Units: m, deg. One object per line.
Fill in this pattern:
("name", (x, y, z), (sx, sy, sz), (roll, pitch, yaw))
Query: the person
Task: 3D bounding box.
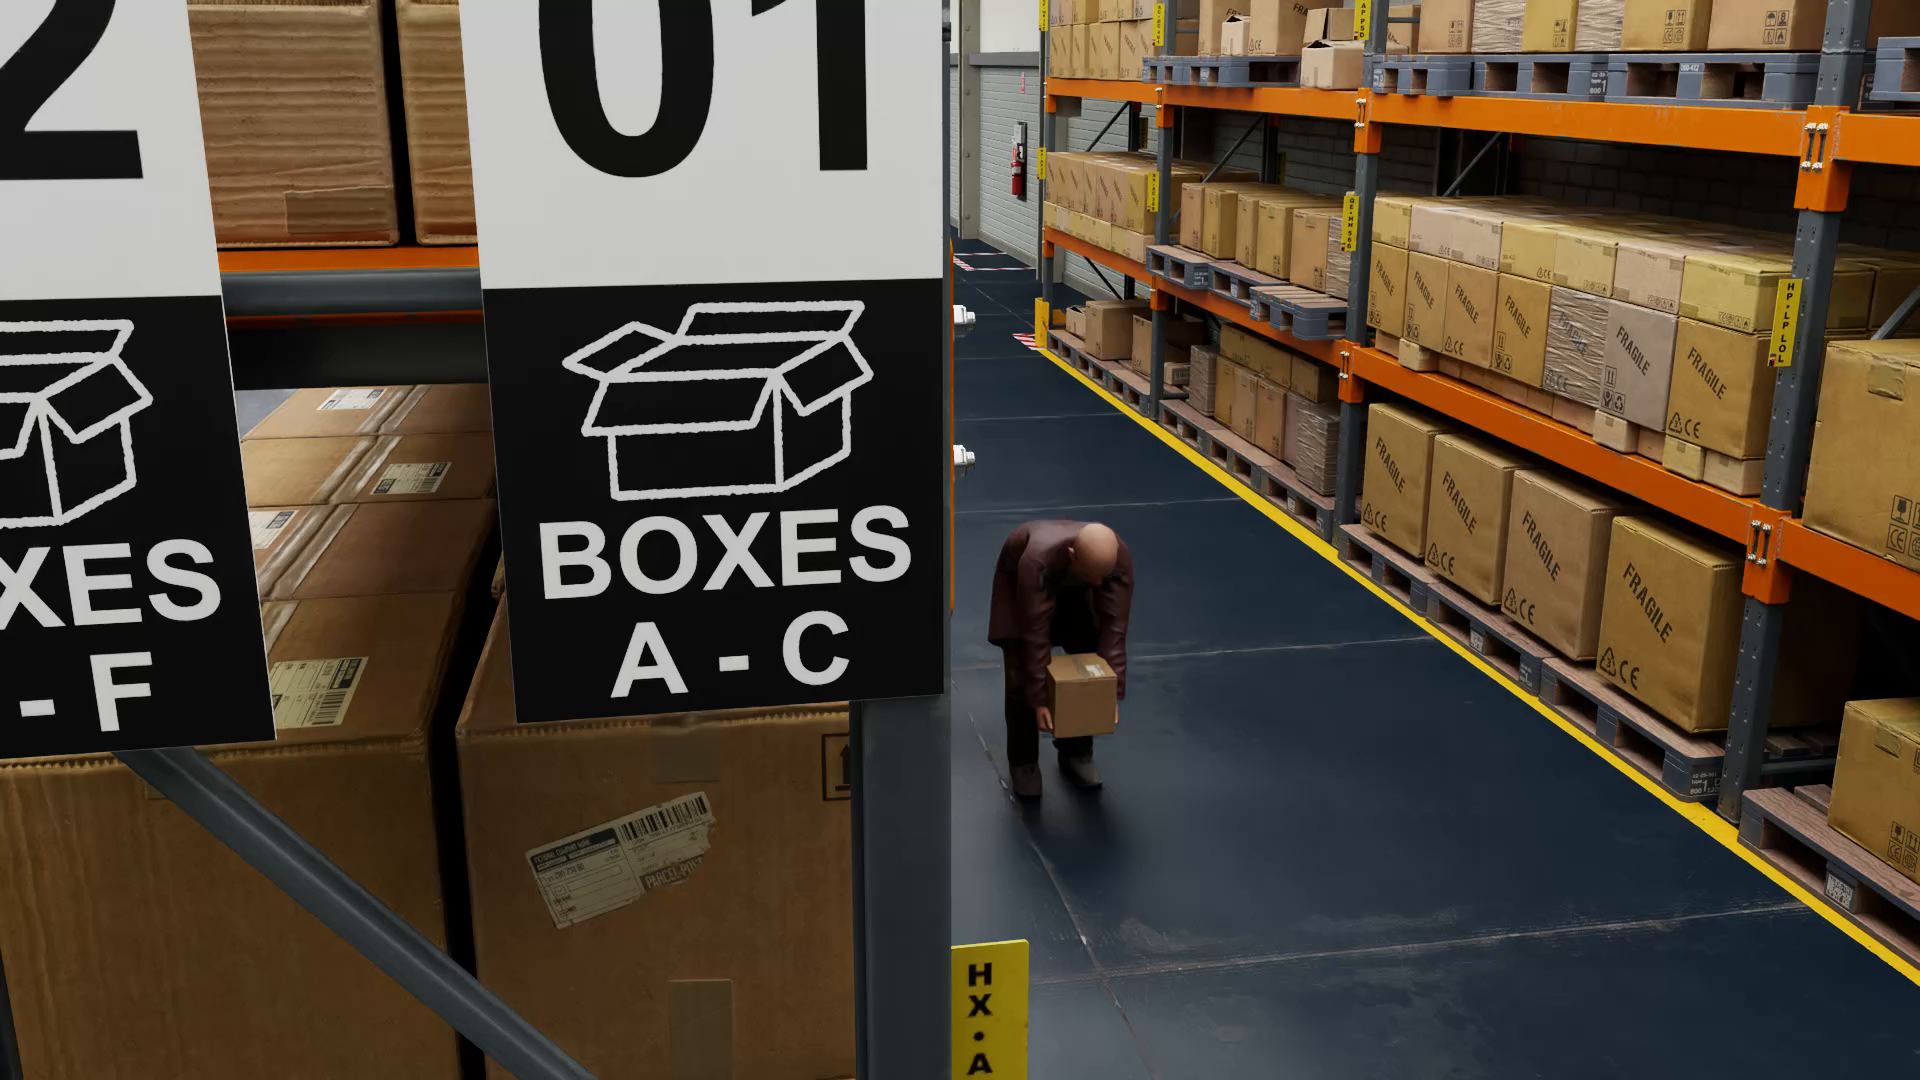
("person", (0.423, 0.381, 6.844), (0.553, 1.448, 0.835), (-4, 16, -12))
